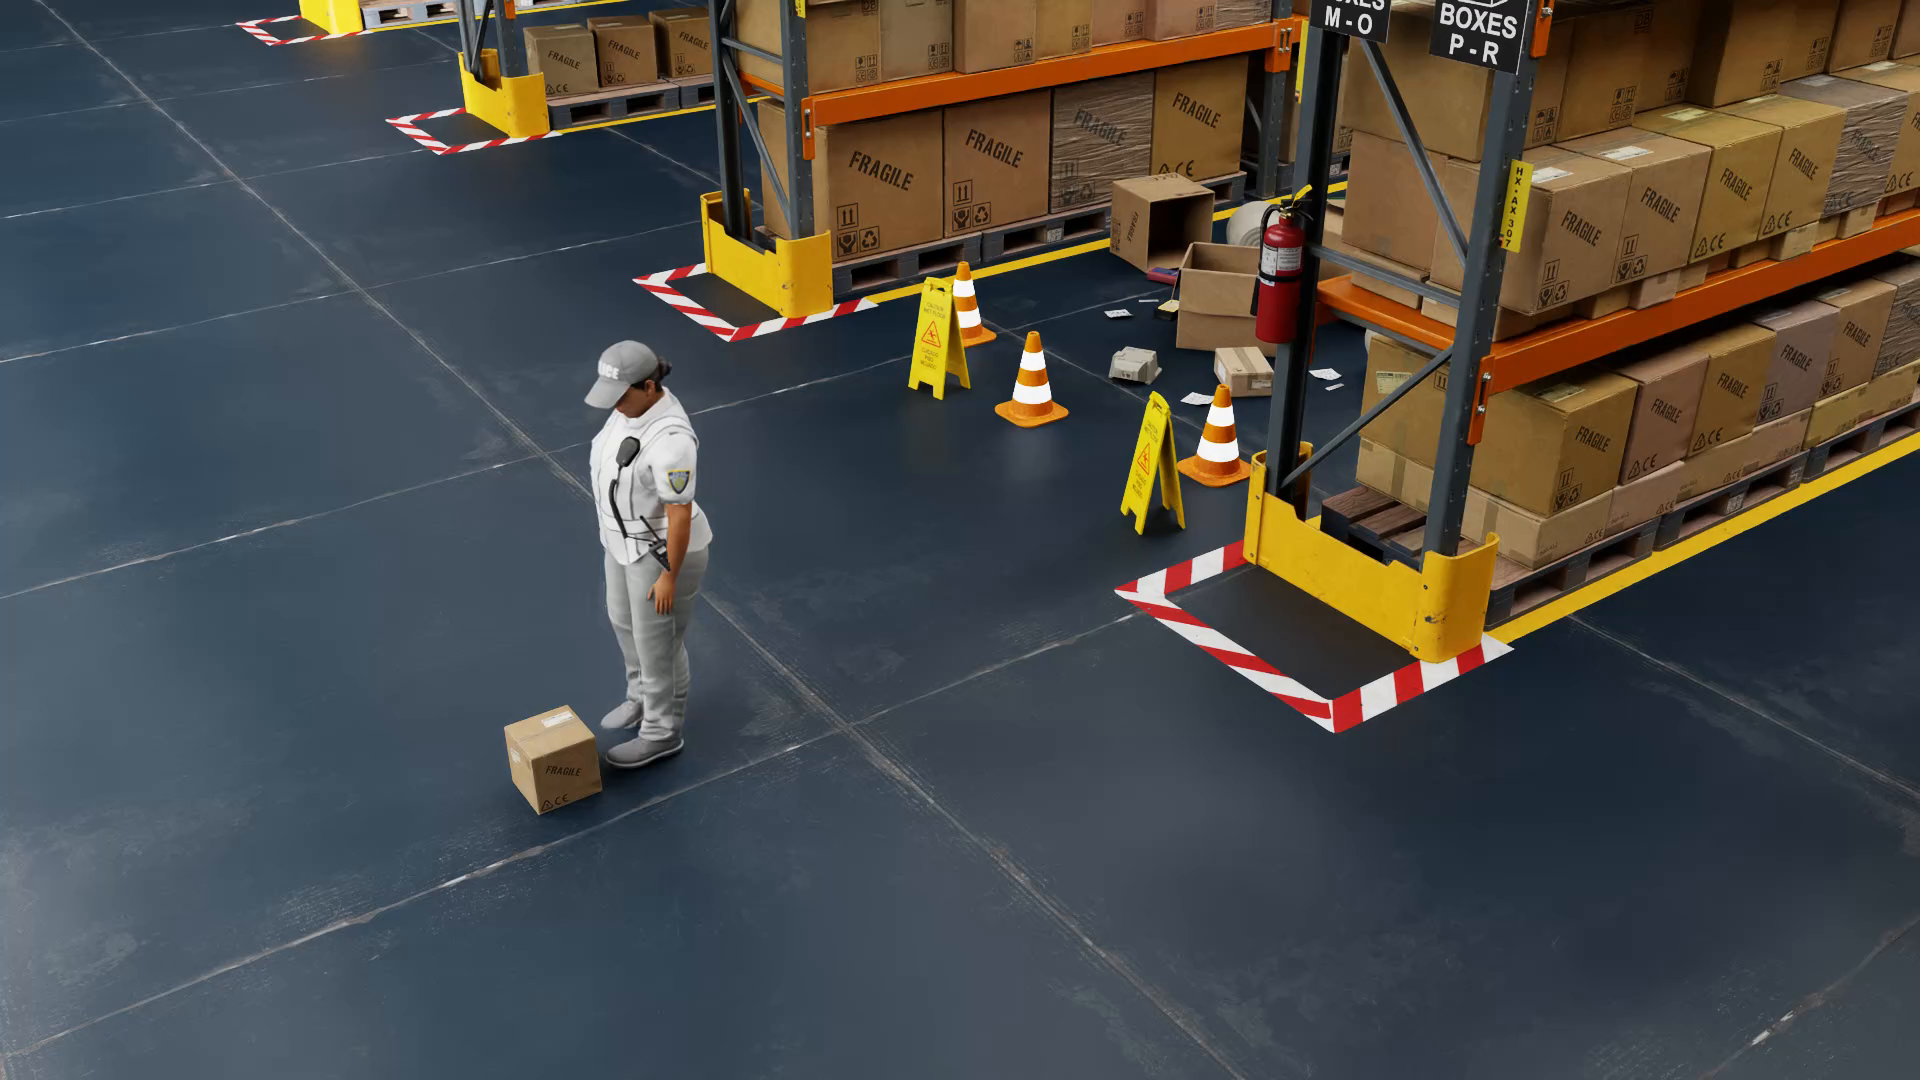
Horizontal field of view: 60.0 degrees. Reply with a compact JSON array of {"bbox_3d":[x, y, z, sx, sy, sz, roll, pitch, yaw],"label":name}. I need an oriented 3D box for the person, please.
[{"bbox_3d":[-1.156,0.065,6.021,0.476,1.706,0.561,-16,32,-26],"label":"person"}]
